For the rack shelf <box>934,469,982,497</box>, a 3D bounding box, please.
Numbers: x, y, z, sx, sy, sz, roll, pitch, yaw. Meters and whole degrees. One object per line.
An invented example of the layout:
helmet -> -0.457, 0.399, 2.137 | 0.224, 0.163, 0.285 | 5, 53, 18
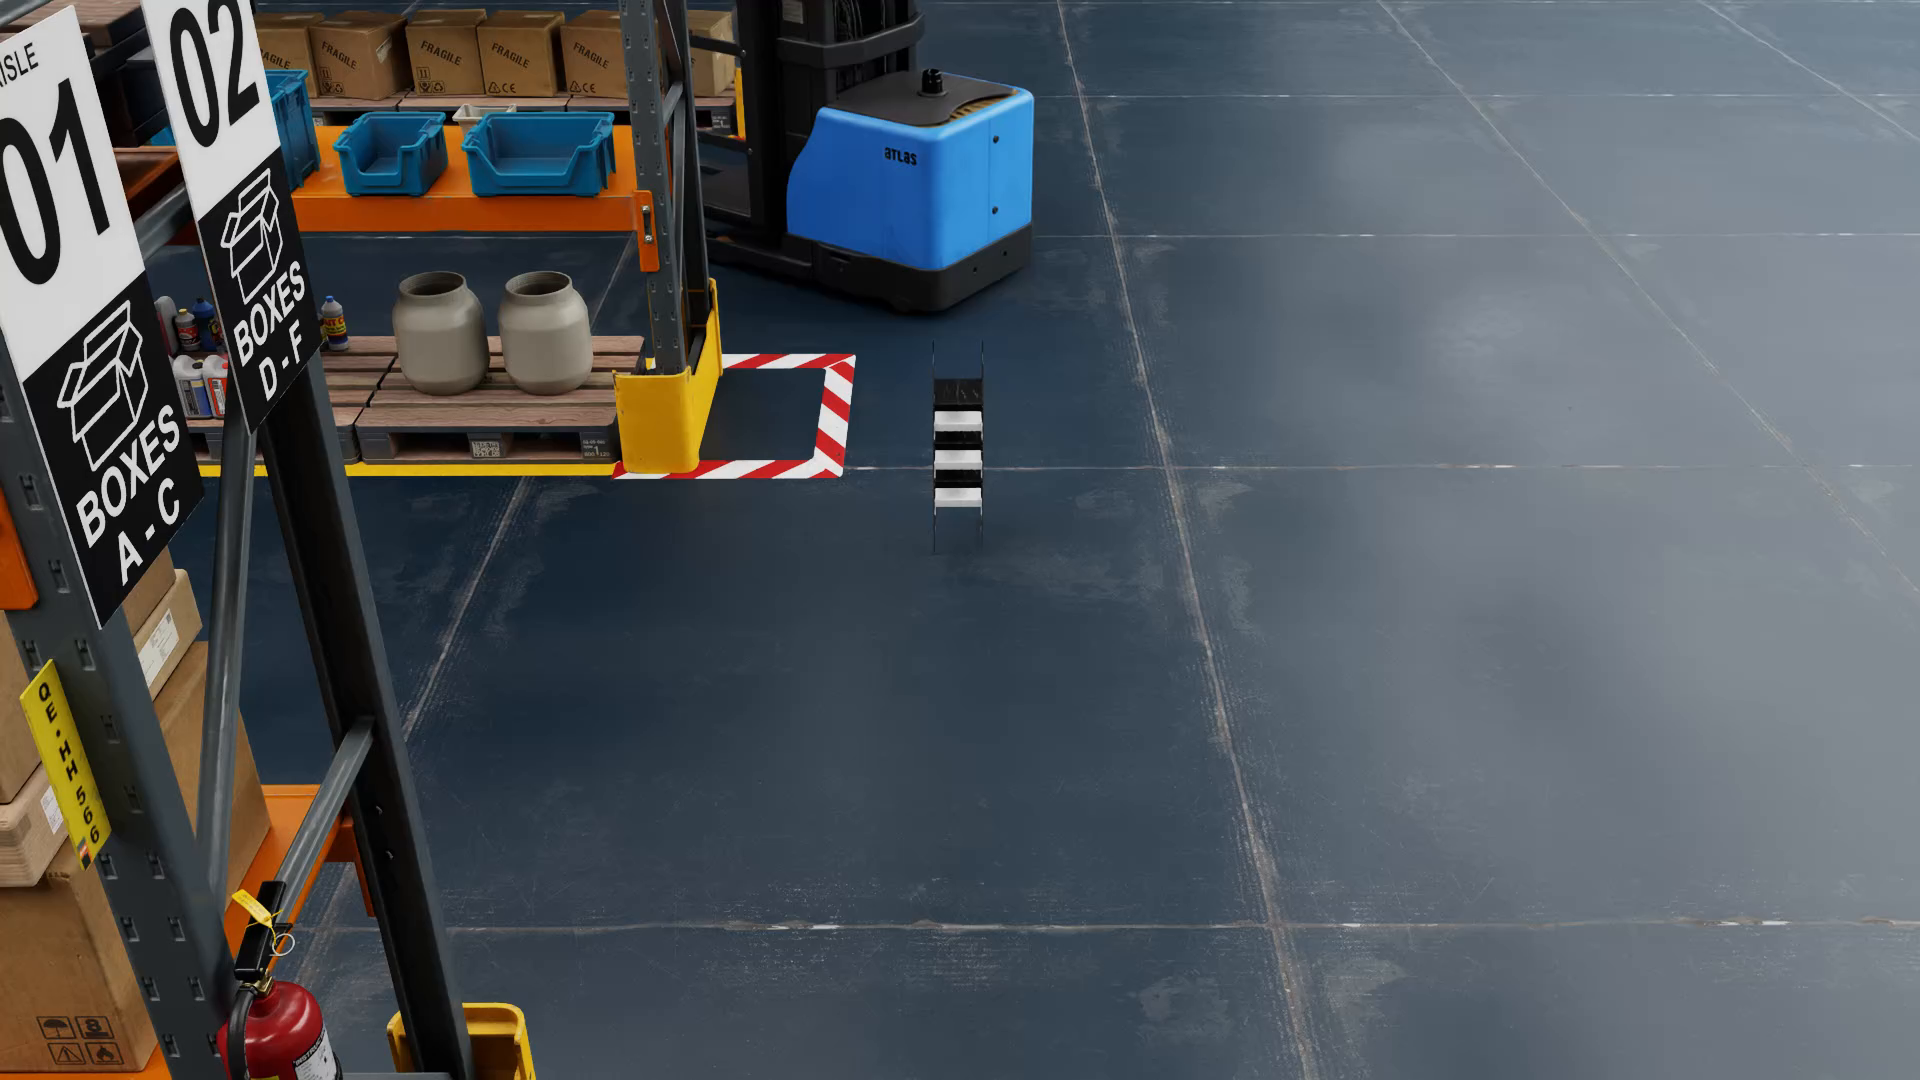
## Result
rack shelf -> -0.008, -0.279, 7.081 | 0.200, 0.077, 0.258 | 0, 31, 0

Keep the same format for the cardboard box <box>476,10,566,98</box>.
cardboard box -> -3.213, -3.595, 12.288 | 0.500, 0.500, 0.500 | 3, 31, 4

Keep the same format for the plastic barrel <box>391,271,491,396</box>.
plastic barrel -> -2.494, -0.992, 7.988 | 0.421, 0.512, 0.421 | 0, 31, 0

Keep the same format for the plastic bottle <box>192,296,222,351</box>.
plastic bottle -> -3.795, -1.095, 8.370 | 0.097, 0.271, 0.097 | 0, 31, 0

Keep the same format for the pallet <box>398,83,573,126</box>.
pallet -> -3.470, -3.310, 12.502 | 1.213, 0.211, 1.003 | 0, 31, 0

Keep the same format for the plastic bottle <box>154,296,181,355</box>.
plastic bottle -> -4.015, -1.082, 8.344 | 0.135, 0.276, 0.152 | 0, 31, 1

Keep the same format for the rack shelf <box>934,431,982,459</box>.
rack shelf -> -0.008, -0.433, 6.987 | 0.200, 0.077, 0.258 | 0, 31, 0

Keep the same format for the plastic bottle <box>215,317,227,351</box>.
plastic bottle -> -3.692, -1.066, 8.388 | 0.097, 0.201, 0.097 | 0, 31, 0

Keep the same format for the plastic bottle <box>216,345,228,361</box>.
plastic bottle -> -3.422, -0.782, 7.842 | 0.133, 0.283, 0.061 | 0, 31, 0

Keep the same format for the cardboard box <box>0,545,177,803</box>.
cardboard box -> -1.828, 0.047, 2.933 | 0.500, 0.500, 0.700 | 0, 31, 0

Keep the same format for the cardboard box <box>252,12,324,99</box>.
cardboard box -> -4.964, -3.568, 12.244 | 0.500, 0.500, 0.500 | -1, 31, -2

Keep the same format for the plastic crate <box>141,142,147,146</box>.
plastic crate -> -3.976, -1.675, 7.322 | 0.662, 0.188, 0.450 | 0, 31, 0

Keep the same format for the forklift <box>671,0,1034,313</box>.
forklift -> -1.064, -3.109, 9.548 | 3.031, 2.935, 1.130 | 20, 37, 30

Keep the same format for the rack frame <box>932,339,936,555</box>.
rack frame -> -0.110, -0.384, 7.016 | 0.006, 0.900, 0.240 | 0, 31, 0

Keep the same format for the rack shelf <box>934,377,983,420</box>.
rack shelf -> -0.008, -0.587, 6.894 | 0.200, 0.077, 0.258 | 0, 31, 0

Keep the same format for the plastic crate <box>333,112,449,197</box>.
plastic crate -> -2.483, -1.700, 7.304 | 0.408, 0.251, 0.499 | 0, 31, 0

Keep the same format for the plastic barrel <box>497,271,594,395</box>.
plastic barrel -> -1.992, -0.994, 7.990 | 0.421, 0.512, 0.421 | 0, 31, 0

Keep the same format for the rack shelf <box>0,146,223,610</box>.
rack shelf -> -3.309, -0.319, 2.686 | 4.000, 0.370, 1.077 | 0, 31, 0

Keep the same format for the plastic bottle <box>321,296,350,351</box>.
plastic bottle -> -3.150, -1.097, 8.373 | 0.097, 0.271, 0.097 | 0, 31, 0

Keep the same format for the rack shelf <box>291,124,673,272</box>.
rack shelf -> -3.335, -1.606, 7.699 | 4.000, 0.370, 1.077 | 0, 31, 0

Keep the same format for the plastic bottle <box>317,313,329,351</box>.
plastic bottle -> -3.253, -1.067, 8.391 | 0.097, 0.201, 0.097 | 0, 31, 0

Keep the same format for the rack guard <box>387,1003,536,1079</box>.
rack guard -> -1.285, 1.718, 3.936 | 0.348, 0.500, 1.175 | 0, 31, 0

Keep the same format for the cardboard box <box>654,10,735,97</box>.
cardboard box -> -1.989, -3.607, 12.307 | 0.500, 0.500, 0.500 | 5, 32, 9

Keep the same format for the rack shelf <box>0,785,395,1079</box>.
rack shelf -> -3.309, 0.963, 3.464 | 4.000, 0.370, 1.077 | 0, 31, 0

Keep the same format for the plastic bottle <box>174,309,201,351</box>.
plastic bottle -> -3.897, -1.065, 8.387 | 0.097, 0.201, 0.097 | 0, 31, 0

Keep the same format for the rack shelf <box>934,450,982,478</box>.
rack shelf -> -0.008, -0.356, 7.034 | 0.200, 0.077, 0.258 | 0, 31, 0

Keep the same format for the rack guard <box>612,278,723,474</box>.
rack guard -> -1.410, -0.826, 8.130 | 0.348, 0.500, 1.175 | 0, 31, 0

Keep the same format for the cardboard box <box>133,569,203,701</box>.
cardboard box -> -1.702, 0.219, 3.276 | 0.250, 0.149, 0.380 | 0, 31, -1

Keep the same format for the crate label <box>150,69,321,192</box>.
crate label -> -3.174, -1.789, 7.273 | 0.616, 0.435, 0.502 | 0, 31, 0

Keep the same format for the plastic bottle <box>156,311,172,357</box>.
plastic bottle -> -4.014, -1.030, 8.251 | 0.133, 0.283, 0.061 | 0, 31, 0

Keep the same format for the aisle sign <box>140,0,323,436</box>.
aisle sign -> -1.245, -0.621, 2.876 | 0.004, 0.787, 0.394 | 0, 31, 0

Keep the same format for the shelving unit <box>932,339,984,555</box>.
shelving unit -> -0.008, -0.385, 7.017 | 0.210, 0.900, 0.258 | 0, 31, 0

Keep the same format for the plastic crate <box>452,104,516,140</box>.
plastic crate -> -2.232, -1.971, 7.861 | 0.250, 0.136, 0.298 | 0, 31, 0

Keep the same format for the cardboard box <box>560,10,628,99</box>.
cardboard box -> -2.587, -3.587, 12.275 | 0.500, 0.500, 0.500 | 8, 32, 13

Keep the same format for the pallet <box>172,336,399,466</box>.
pallet -> -3.440, -0.701, 8.202 | 1.213, 0.211, 1.003 | 0, 31, 0

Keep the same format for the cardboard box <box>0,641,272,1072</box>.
cardboard box -> -1.776, 0.602, 3.270 | 0.500, 0.500, 0.700 | 0, 31, 0

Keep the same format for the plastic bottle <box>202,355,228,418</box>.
plastic bottle -> -3.421, -0.724, 7.753 | 0.135, 0.276, 0.152 | 0, 31, 0

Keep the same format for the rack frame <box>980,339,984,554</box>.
rack frame -> 0.094, -0.385, 7.017 | 0.006, 0.900, 0.240 | 0, 31, 0

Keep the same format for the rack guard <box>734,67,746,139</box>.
rack guard -> -1.441, -3.420, 12.405 | 0.348, 0.500, 1.175 | 0, 31, 0

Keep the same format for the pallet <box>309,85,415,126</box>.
pallet -> -4.693, -3.305, 12.493 | 1.213, 0.211, 1.003 | 0, 31, 0

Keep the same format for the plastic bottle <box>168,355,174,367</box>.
plastic bottle -> -3.725, -0.753, 7.728 | 0.185, 0.351, 0.144 | 1, 31, 2

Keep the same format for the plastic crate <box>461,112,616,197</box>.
plastic crate -> -1.833, -1.699, 7.303 | 0.616, 0.251, 0.499 | 0, 31, 0

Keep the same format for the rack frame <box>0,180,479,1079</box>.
rack frame -> -1.309, 0.650, 3.288 | 0.127, 3.000, 1.000 | 0, 31, 0

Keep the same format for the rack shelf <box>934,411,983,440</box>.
rack shelf -> -0.008, -0.510, 6.940 | 0.200, 0.077, 0.258 | 0, 31, 0

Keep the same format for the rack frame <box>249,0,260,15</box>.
rack frame -> -5.365, -4.476, 11.736 | 0.127, 3.000, 1.000 | 0, 31, 0

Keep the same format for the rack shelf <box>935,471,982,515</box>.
rack shelf -> -0.008, -0.202, 7.127 | 0.200, 0.077, 0.258 | 0, 31, 0

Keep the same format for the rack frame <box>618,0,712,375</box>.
rack frame -> -1.335, -1.920, 7.522 | 0.127, 3.000, 1.000 | 0, 31, 0

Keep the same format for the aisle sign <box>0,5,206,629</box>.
aisle sign -> -1.241, -0.310, 2.363 | 0.004, 0.787, 0.394 | 0, 31, 0

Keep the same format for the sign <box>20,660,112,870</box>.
sign -> -1.319, 0.335, 2.462 | 0.005, 0.325, 0.100 | 0, 31, 0

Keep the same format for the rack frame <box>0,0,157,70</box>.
rack frame -> -1.309, -1.915, 1.731 | 0.127, 3.000, 1.000 | 0, 31, 0

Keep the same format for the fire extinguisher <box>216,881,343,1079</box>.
fire extinguisher -> -1.188, 0.923, 2.911 | 0.183, 0.674, 0.296 | 0, 31, 0

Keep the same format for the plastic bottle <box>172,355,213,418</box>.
plastic bottle -> -3.560, -0.723, 7.752 | 0.135, 0.276, 0.152 | -1, 31, -2

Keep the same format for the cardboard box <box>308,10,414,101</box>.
cardboard box -> -4.392, -3.574, 12.253 | 0.500, 0.500, 0.500 | 10, 33, 15

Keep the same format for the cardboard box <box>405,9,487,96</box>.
cardboard box -> -3.771, -3.616, 12.323 | 0.500, 0.500, 0.500 | -3, 31, -5

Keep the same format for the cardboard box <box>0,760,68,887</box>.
cardboard box -> -1.690, 0.430, 2.929 | 0.250, 0.149, 0.380 | -1, 31, -1

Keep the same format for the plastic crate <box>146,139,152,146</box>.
plastic crate -> -3.712, -1.931, 7.795 | 0.437, 0.136, 0.530 | 0, 31, 0

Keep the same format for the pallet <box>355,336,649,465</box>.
pallet -> -2.223, -0.703, 8.206 | 1.213, 0.211, 1.003 | 0, 31, 0

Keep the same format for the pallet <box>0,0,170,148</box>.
pallet -> -2.016, -0.606, 2.551 | 1.213, 0.211, 1.003 | 0, 31, 0

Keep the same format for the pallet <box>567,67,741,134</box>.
pallet -> -2.253, -3.312, 12.506 | 1.213, 0.211, 1.003 | 0, 31, 0
